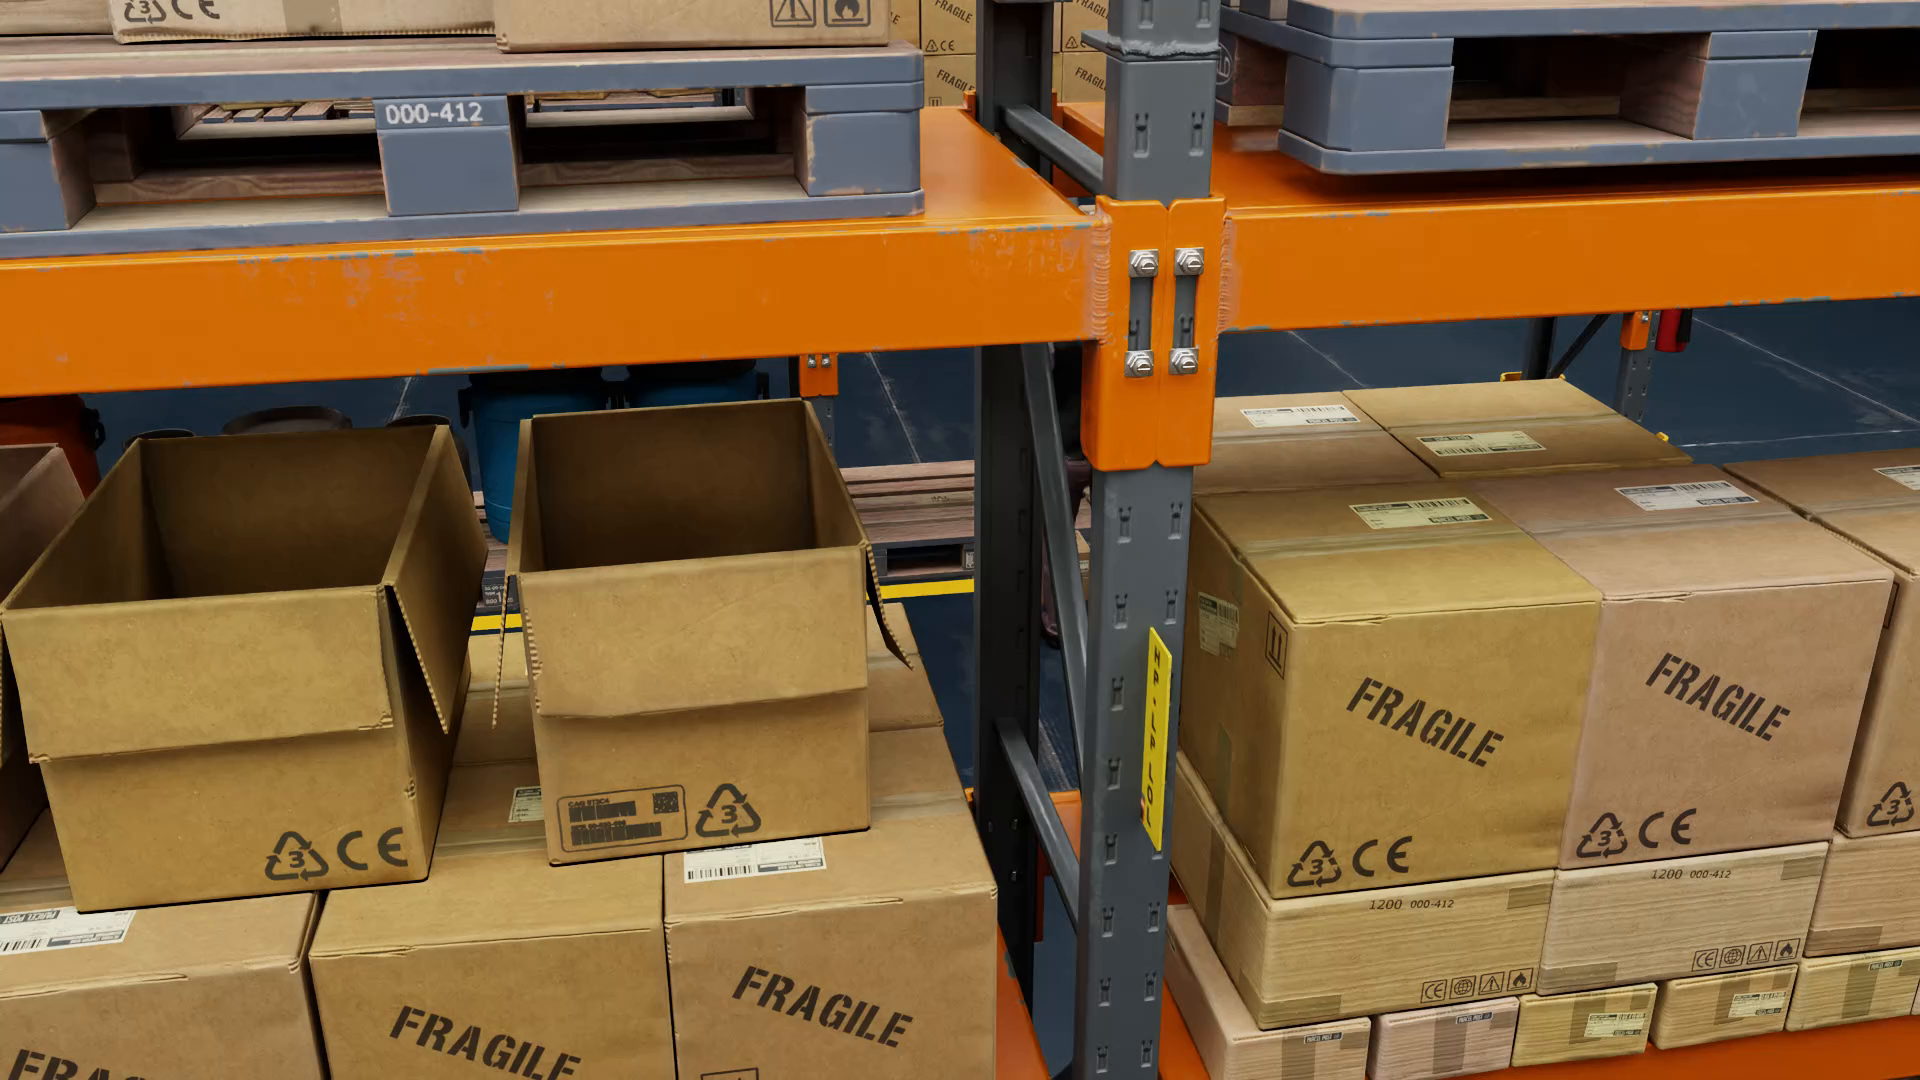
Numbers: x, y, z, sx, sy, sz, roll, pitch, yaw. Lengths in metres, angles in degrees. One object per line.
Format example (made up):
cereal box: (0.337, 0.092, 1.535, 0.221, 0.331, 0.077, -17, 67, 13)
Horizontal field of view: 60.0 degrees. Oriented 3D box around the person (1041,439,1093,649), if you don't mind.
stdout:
person: (0.505, 0.030, 7.337, 0.526, 0.831, 0.895, -4, 24, -10)
